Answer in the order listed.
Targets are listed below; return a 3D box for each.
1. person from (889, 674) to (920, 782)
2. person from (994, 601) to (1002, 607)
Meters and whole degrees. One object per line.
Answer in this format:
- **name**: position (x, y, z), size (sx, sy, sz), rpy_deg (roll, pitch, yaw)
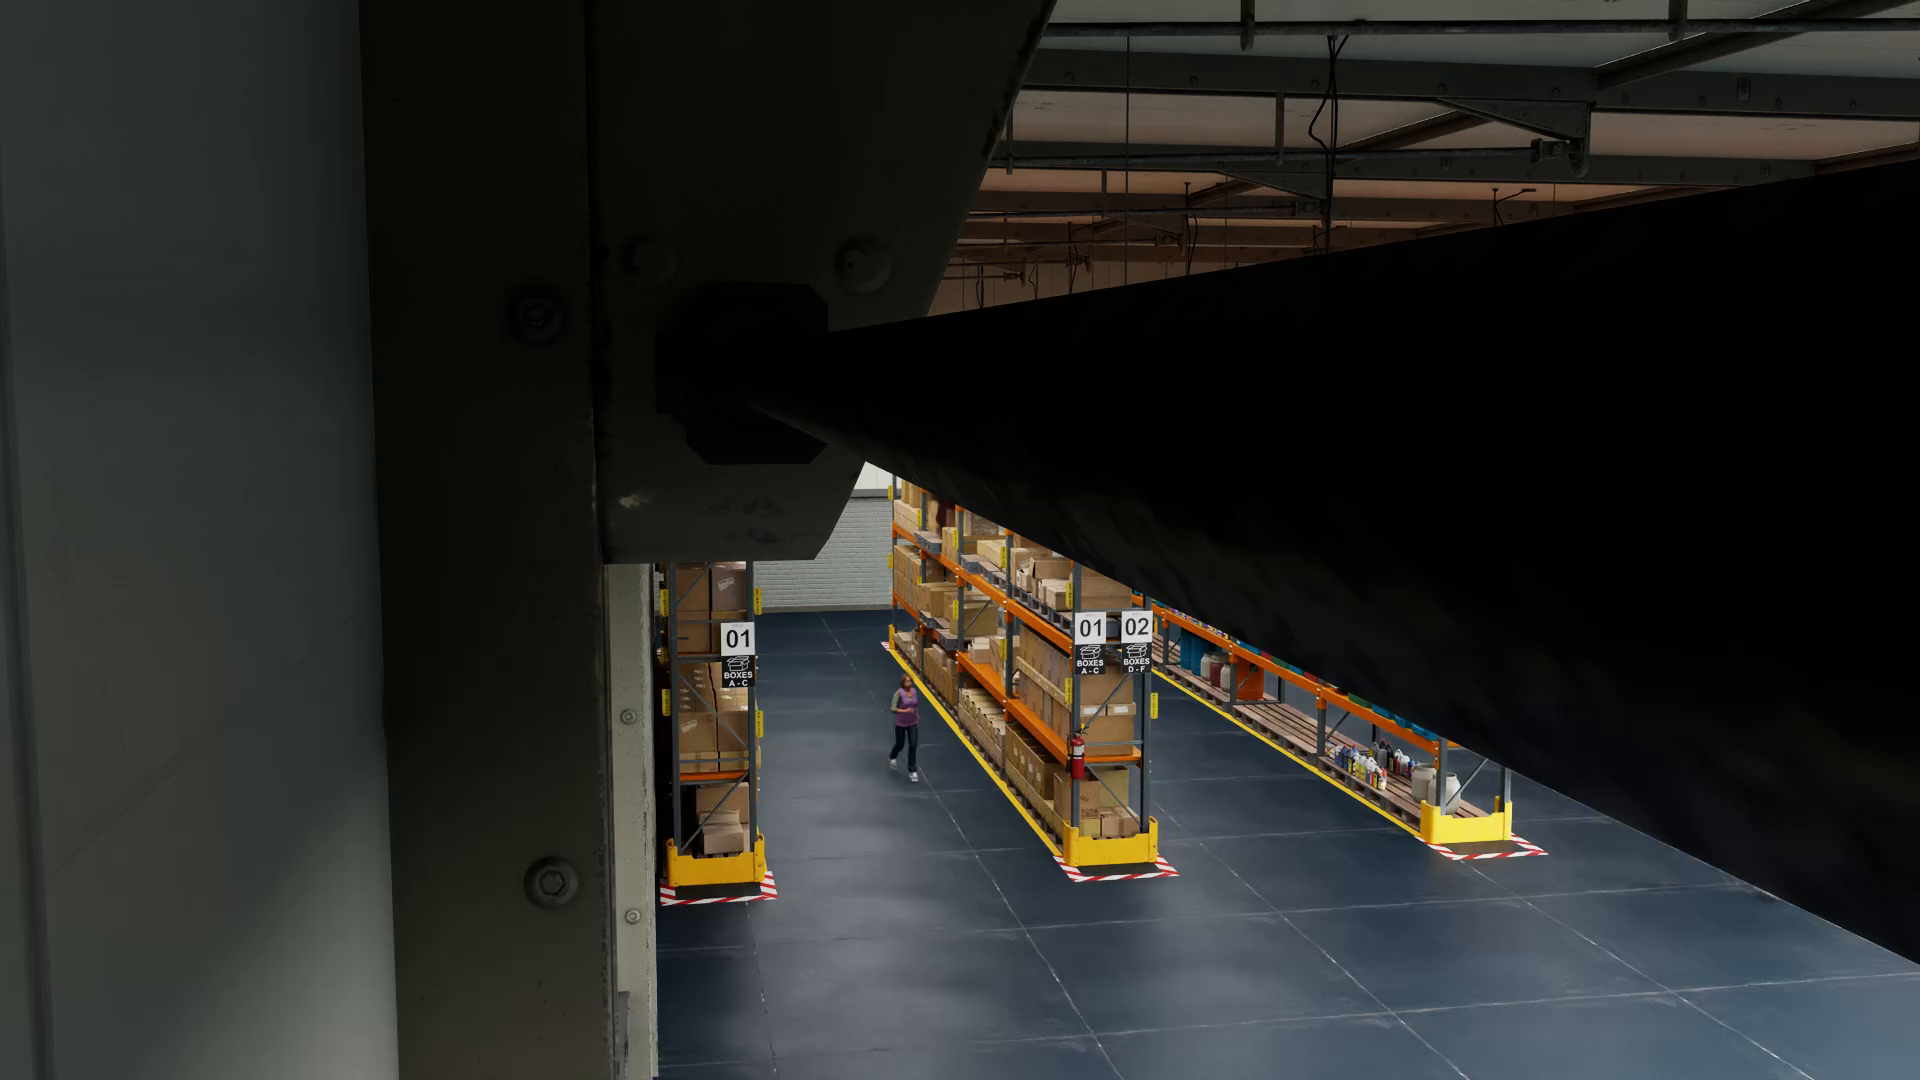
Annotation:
- **person**: position (-0.833, 2.796, 25.184), size (0.537, 1.586, 0.881), rpy_deg (-3, 7, -26)
- **person**: position (0.763, 1.582, 36.698), size (0.647, 1.613, 0.784), rpy_deg (-5, 8, -40)
